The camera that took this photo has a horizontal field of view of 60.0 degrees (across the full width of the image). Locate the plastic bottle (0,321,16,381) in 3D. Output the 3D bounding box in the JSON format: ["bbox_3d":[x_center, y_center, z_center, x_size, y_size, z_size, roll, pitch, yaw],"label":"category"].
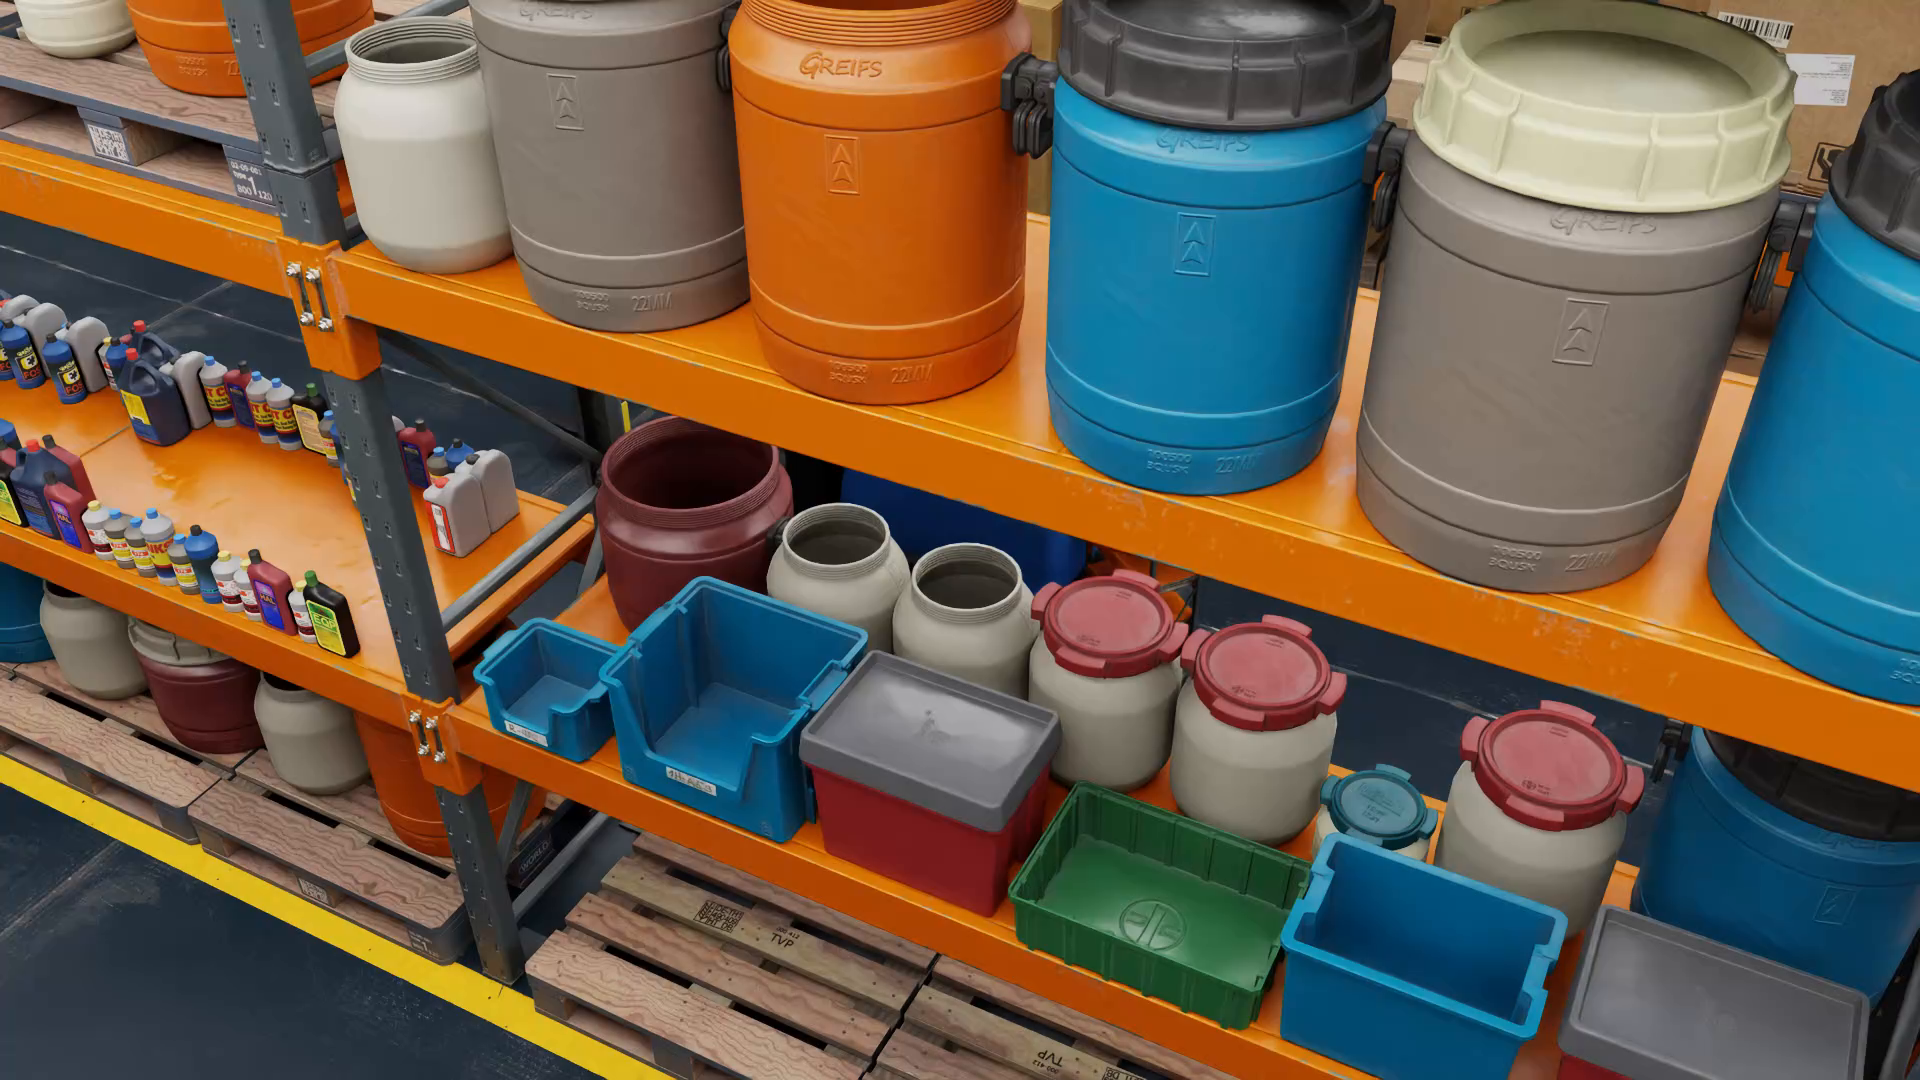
[{"bbox_3d":[-3.689,-0.750,6.364,0.097,0.271,0.097,0,37,0],"label":"plastic bottle"}]

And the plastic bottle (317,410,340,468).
[{"bbox_3d":[-2.222,-0.367,5.917,0.097,0.201,0.097,0,37,0],"label":"plastic bottle"}]

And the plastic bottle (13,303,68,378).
[{"bbox_3d":[-3.529,-0.787,6.408,0.135,0.276,0.152,17,41,21],"label":"plastic bottle"}]

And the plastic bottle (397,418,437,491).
[{"bbox_3d":[-1.874,-0.303,5.764,0.133,0.283,0.061,17,41,21],"label":"plastic bottle"}]

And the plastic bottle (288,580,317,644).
[{"bbox_3d":[-2.017,0.214,5.151,0.097,0.201,0.097,0,37,0],"label":"plastic bottle"}]

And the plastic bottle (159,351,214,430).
[{"bbox_3d":[-2.834,-0.569,6.122,0.135,0.276,0.152,17,41,21],"label":"plastic bottle"}]

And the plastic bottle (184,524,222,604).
[{"bbox_3d":[-2.394,0.068,5.286,0.097,0.271,0.097,0,37,0],"label":"plastic bottle"}]

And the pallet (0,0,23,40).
[{"bbox_3d":[-3.170,-1.692,5.173,1.213,0.211,1.003,17,41,21],"label":"pallet"}]

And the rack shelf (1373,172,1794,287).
[{"bbox_3d":[2.687,-1.756,8.177,4.000,0.370,1.077,17,41,21],"label":"rack shelf"}]

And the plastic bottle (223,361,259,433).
[{"bbox_3d":[-2.608,-0.533,6.067,0.133,0.283,0.061,17,41,21],"label":"plastic bottle"}]

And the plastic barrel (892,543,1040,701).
[{"bbox_3d":[0.019,0.305,4.775,0.421,0.512,0.421,0,37,0],"label":"plastic barrel"}]

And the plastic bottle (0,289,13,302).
[{"bbox_3d":[-3.788,-0.901,6.496,0.185,0.351,0.144,17,41,21],"label":"plastic bottle"}]

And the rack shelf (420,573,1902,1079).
[{"bbox_3d":[0.409,0.903,4.674,4.000,0.370,1.077,17,41,21],"label":"rack shelf"}]

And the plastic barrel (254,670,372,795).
[{"bbox_3d":[-2.352,0.648,6.125,0.421,0.512,0.421,0,37,0],"label":"plastic barrel"}]

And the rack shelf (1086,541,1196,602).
[{"bbox_3d":[0.742,0.093,6.747,0.258,0.148,0.480,-16,40,-20],"label":"rack shelf"}]

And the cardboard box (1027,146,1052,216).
[{"bbox_3d":[0.307,-2.123,9.475,0.875,0.875,1.225,16,40,19],"label":"cardboard box"}]

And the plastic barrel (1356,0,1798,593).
[{"bbox_3d":[1.053,-0.428,2.938,0.600,0.901,0.600,0,37,0],"label":"plastic barrel"}]

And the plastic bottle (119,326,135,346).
[{"bbox_3d":[-3.096,-0.686,6.269,0.133,0.283,0.061,17,41,21],"label":"plastic bottle"}]

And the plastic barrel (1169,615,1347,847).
[{"bbox_3d":[0.785,0.531,4.457,0.433,0.535,0.433,0,37,0],"label":"plastic barrel"}]

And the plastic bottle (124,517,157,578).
[{"bbox_3d":[-2.654,0.015,5.414,0.097,0.201,0.097,0,37,0],"label":"plastic bottle"}]

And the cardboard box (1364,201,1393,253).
[{"bbox_3d":[1.995,-1.765,8.677,0.500,0.250,0.500,22,42,26],"label":"cardboard box"}]

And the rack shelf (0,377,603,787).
[{"bbox_3d":[-3.143,-0.209,6.139,4.000,0.370,1.077,17,41,21],"label":"rack shelf"}]

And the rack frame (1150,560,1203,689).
[{"bbox_3d":[0.847,0.172,6.531,0.240,1.200,0.015,-16,40,-20],"label":"rack frame"}]

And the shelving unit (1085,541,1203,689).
[{"bbox_3d":[0.742,0.039,6.706,0.258,1.200,0.503,-16,40,-20],"label":"shelving unit"}]

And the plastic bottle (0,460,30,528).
[{"bbox_3d":[-3.220,-0.183,5.606,0.133,0.283,0.061,17,41,21],"label":"plastic bottle"}]

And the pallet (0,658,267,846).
[{"bbox_3d":[-3.166,0.635,6.739,1.213,0.211,1.003,17,41,21],"label":"pallet"}]

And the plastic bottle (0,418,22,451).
[{"bbox_3d":[-3.326,-0.321,5.799,0.097,0.271,0.097,0,37,0],"label":"plastic bottle"}]

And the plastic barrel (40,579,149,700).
[{"bbox_3d":[-3.355,0.334,6.539,0.421,0.512,0.421,0,37,0],"label":"plastic barrel"}]

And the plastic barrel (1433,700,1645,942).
[{"bbox_3d":[1.436,0.735,4.189,0.433,0.535,0.433,0,37,0],"label":"plastic barrel"}]

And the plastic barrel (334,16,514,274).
[{"bbox_3d":[-1.232,-0.928,3.918,0.421,0.512,0.421,0,37,0],"label":"plastic barrel"}]

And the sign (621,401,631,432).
[{"bbox_3d":[-1.120,-0.302,5.532,0.005,0.325,0.100,17,41,21],"label":"sign"}]

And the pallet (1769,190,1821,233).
[{"bbox_3d":[3.851,-1.701,7.668,1.213,0.211,1.003,17,41,21],"label":"pallet"}]

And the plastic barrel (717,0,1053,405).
[{"bbox_3d":[-0.157,-0.778,3.459,0.708,0.830,0.600,17,41,21],"label":"plastic barrel"}]

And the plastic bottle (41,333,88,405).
[{"bbox_3d":[-3.364,-0.648,6.230,0.097,0.271,0.097,0,37,0],"label":"plastic bottle"}]

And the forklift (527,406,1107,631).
[{"bbox_3d":[-0.676,-1.366,7.125,3.031,2.935,1.130,18,41,22],"label":"forklift"}]

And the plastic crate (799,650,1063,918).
[{"bbox_3d":[-0.073,0.649,4.362,0.583,0.464,0.402,17,41,21],"label":"plastic crate"}]

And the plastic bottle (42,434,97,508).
[{"bbox_3d":[-3.035,-0.223,5.659,0.133,0.283,0.061,17,41,21],"label":"plastic bottle"}]

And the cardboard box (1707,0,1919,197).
[{"bbox_3d":[3.821,-2.189,7.309,1.000,1.000,1.000,18,41,22],"label":"cardboard box"}]

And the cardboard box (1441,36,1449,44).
[{"bbox_3d":[2.516,-2.394,8.186,0.258,0.266,0.396,16,40,20],"label":"cardboard box"}]

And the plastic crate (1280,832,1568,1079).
[{"bbox_3d":[1.062,1.039,3.913,0.575,0.384,0.392,17,41,21],"label":"plastic crate"}]

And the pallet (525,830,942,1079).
[{"bbox_3d":[-0.697,1.408,5.721,1.213,0.211,1.003,17,41,21],"label":"pallet"}]

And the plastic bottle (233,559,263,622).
[{"bbox_3d":[-2.222,0.150,5.235,0.097,0.201,0.097,0,37,0],"label":"plastic bottle"}]

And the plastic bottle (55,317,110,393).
[{"bbox_3d":[-3.323,-0.722,6.323,0.135,0.276,0.152,17,41,21],"label":"plastic bottle"}]

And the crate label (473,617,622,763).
[{"bbox_3d":[-1.165,0.446,4.820,0.416,0.233,0.303,17,41,21],"label":"crate label"}]

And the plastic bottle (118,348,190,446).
[{"bbox_3d":[-2.925,-0.527,6.004,0.185,0.351,0.144,17,41,21],"label":"plastic bottle"}]

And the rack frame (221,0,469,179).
[{"bbox_3d":[-1.367,-2.329,3.375,0.127,3.000,1.000,17,41,21],"label":"rack frame"}]

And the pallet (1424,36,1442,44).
[{"bbox_3d":[3.947,-3.863,12.665,1.213,0.211,1.003,17,41,21],"label":"pallet"}]

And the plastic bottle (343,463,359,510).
[{"bbox_3d":[-2.054,-0.211,5.711,0.097,0.201,0.097,0,37,0],"label":"plastic bottle"}]

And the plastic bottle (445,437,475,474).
[{"bbox_3d":[-1.693,-0.229,5.677,0.097,0.271,0.097,0,37,0],"label":"plastic bottle"}]

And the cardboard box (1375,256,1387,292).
[{"bbox_3d":[2.520,-1.301,8.687,0.500,0.500,0.700,21,42,25],"label":"cardboard box"}]

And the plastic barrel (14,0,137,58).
[{"bbox_3d":[-2.387,-1.466,4.486,0.301,0.262,0.301,0,37,0],"label":"plastic barrel"}]

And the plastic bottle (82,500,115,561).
[{"bbox_3d":[-2.827,-0.039,5.485,0.097,0.201,0.097,0,37,0],"label":"plastic bottle"}]

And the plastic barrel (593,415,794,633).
[{"bbox_3d":[-0.816,-0.027,5.192,0.708,0.536,0.600,17,41,21],"label":"plastic barrel"}]

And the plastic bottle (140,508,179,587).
[{"bbox_3d":[-2.567,0.014,5.357,0.097,0.271,0.097,0,37,0],"label":"plastic bottle"}]

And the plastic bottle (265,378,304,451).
[{"bbox_3d":[-2.427,-0.459,5.980,0.097,0.271,0.097,0,37,0],"label":"plastic bottle"}]
